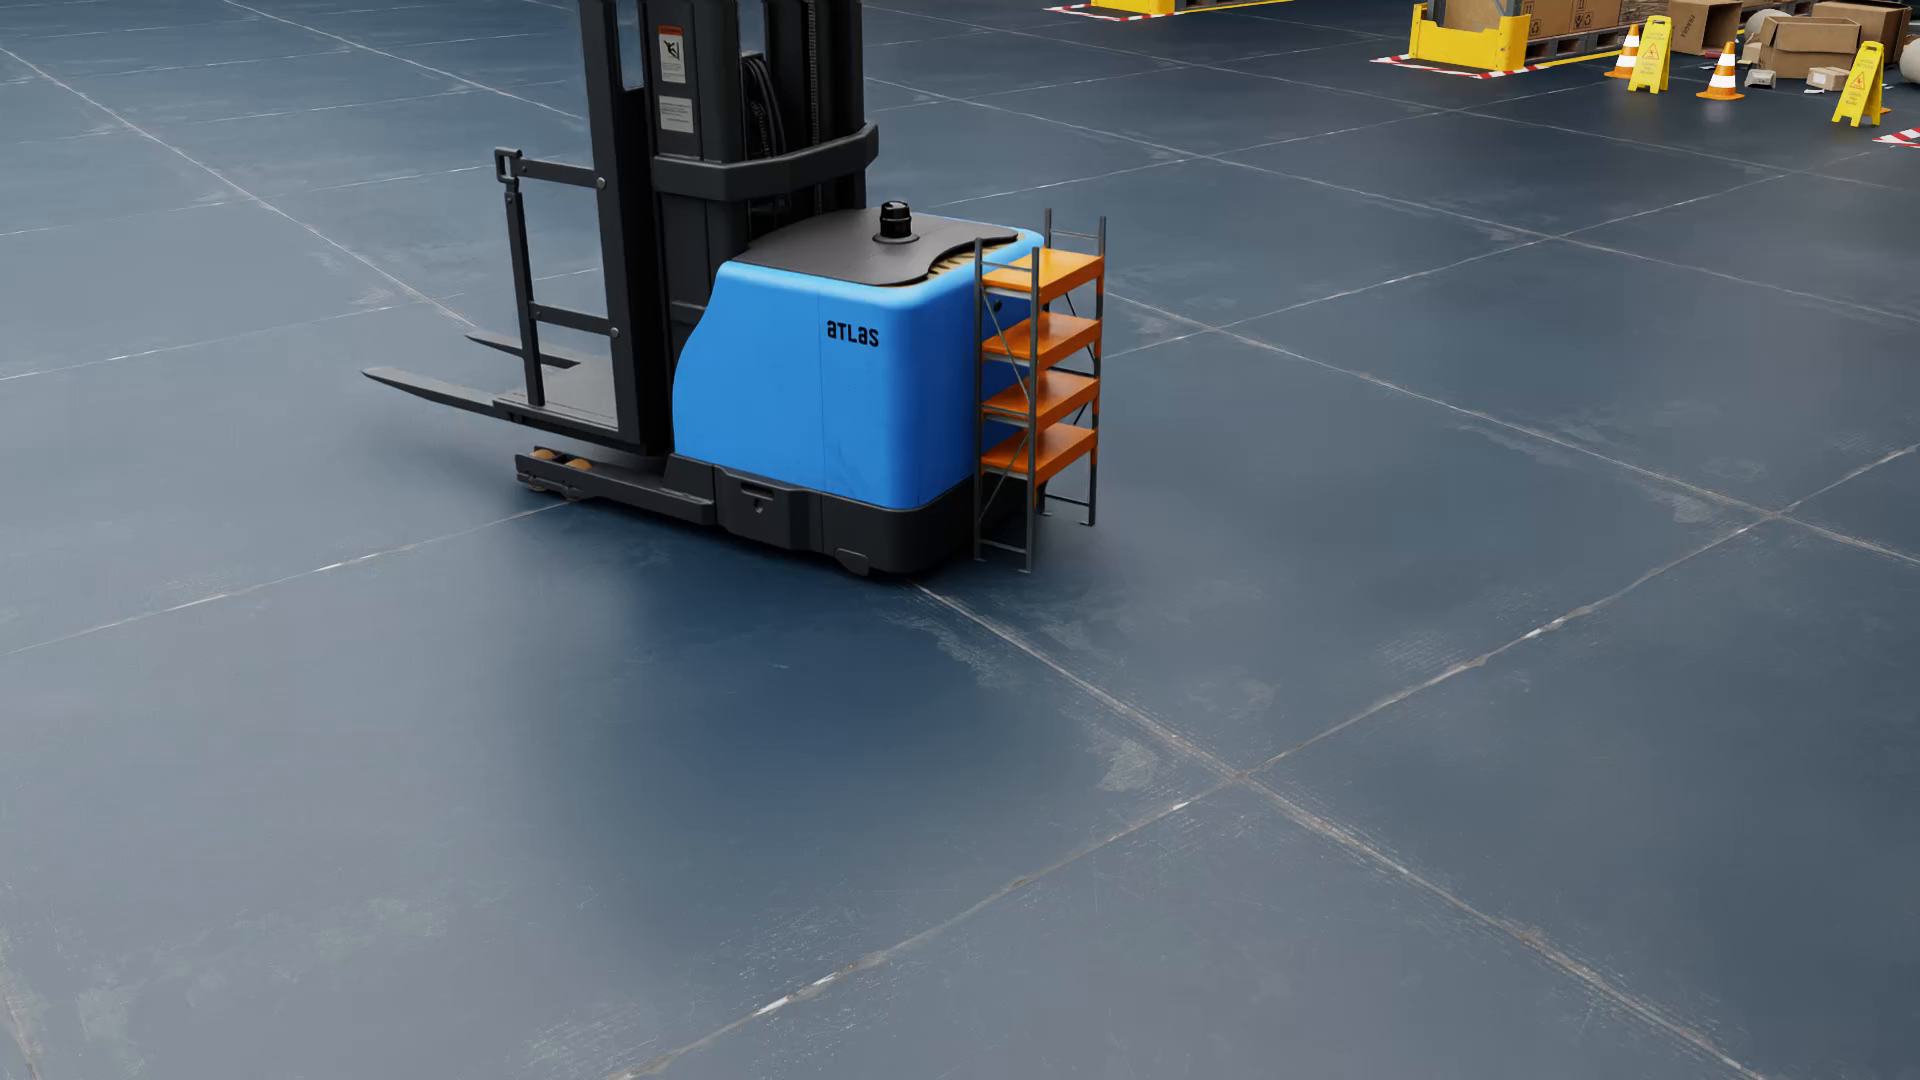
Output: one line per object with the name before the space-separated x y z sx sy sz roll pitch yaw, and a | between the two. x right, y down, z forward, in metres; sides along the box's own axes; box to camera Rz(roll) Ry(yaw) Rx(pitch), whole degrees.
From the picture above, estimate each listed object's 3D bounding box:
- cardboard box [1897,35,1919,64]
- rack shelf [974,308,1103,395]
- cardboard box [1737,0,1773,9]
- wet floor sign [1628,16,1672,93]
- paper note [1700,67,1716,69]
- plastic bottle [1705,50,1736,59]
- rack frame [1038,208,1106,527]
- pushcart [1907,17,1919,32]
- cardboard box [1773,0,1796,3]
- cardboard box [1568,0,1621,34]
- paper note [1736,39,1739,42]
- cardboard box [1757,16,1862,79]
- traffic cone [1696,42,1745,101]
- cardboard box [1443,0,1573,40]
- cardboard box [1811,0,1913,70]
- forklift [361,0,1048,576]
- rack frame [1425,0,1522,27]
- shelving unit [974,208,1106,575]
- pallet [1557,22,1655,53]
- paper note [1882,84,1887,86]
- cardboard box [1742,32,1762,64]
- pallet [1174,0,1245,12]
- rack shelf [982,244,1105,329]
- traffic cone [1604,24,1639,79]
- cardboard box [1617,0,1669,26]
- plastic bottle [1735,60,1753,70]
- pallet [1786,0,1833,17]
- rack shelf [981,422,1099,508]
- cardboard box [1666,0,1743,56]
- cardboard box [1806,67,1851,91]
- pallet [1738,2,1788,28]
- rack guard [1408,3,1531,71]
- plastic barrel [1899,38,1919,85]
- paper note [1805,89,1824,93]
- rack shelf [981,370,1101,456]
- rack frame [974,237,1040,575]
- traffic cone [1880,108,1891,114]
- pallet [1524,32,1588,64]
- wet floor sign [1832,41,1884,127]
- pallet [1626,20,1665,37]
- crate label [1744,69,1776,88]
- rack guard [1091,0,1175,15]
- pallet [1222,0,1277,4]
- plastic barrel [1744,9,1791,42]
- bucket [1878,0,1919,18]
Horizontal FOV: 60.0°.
cardboard box | 9.312 -4.761 16.193 0.258 0.266 0.396 5 25 11
rack shelf | 0.283 -0.676 5.910 0.258 0.148 0.480 14 29 28
cardboard box | 8.577 -6.476 18.815 0.750 0.750 1.050 -18 31 -34
wet floor sign | 6.195 -4.345 14.845 0.267 0.644 0.232 21 32 37
paper note | 7.245 -4.563 16.047 0.142 0.017 0.144 -8 26 -16
plastic bottle | 7.605 -4.843 16.613 0.283 0.061 0.133 15 29 29
rack frame | 0.410 -0.622 6.164 0.240 1.200 0.015 14 29 28
pushcart | 9.831 -5.055 16.693 1.648 0.377 0.936 15 29 29
cardboard box | 9.338 -6.726 19.352 0.750 0.750 1.050 -18 31 -34
cardboard box | 6.180 -5.730 17.059 0.875 0.875 0.875 -19 31 -35
paper note | 8.173 -5.294 17.620 0.147 0.020 0.142 5 25 11
cardboard box | 7.950 -4.625 15.618 0.797 0.503 0.637 5 25 11
traffic cone | 6.720 -4.130 14.600 0.334 0.463 0.336 -18 31 -34
cardboard box | 5.489 -5.501 16.565 0.875 0.875 0.875 -18 30 -34
cardboard box | 8.681 -4.932 16.119 0.503 0.637 0.797 -18 31 -34
forklift | -1.178 -1.653 6.329 3.031 2.935 1.130 15 29 29
rack frame | 4.996 -6.076 15.779 0.127 3.000 1.000 -18 31 -34
shelving unit | 0.283 -0.534 5.975 0.258 1.200 0.503 14 29 28
pallet | 6.536 -5.360 17.549 1.213 0.211 1.003 -18 31 -34
paper note | 8.406 -4.187 15.248 0.142 0.019 0.148 -8 26 -16
cardboard box | 7.927 -4.818 16.317 0.258 0.266 0.396 -13 28 -25
pallet | 2.736 -6.700 20.435 1.213 0.211 1.003 -18 31 -34
rack shelf | 0.283 -0.890 5.810 0.258 0.148 0.480 14 29 28
traffic cone | 6.290 -4.593 15.597 0.334 0.463 0.336 -18 31 -34
cardboard box | 6.898 -5.966 17.568 0.875 0.875 0.875 -18 30 -34
plastic bottle | 7.588 -4.603 16.096 0.133 0.061 0.283 15 29 29
pallet | 9.665 -6.394 19.777 1.213 0.211 1.003 -18 31 -34
rack shelf | 0.283 -0.293 6.087 0.258 0.148 0.480 14 29 28
cardboard box | 7.555 -5.239 16.942 0.500 0.500 0.500 -13 28 -25
cardboard box | 7.914 -4.179 15.078 0.250 0.149 0.380 -3 25 -7
pallet | 8.704 -6.076 19.091 1.213 0.211 1.003 -18 31 -34
rack guard | 4.977 -4.936 16.292 0.348 0.500 1.175 -18 31 -34
plastic barrel | 8.821 -4.332 15.082 0.421 0.421 0.512 1 25 2
paper note | 7.645 -4.021 14.877 0.148 0.019 0.142 15 29 29
rack shelf | 0.283 -0.473 6.004 0.258 0.148 0.480 14 29 28
rack frame | 0.157 -0.446 5.786 0.240 1.200 0.015 14 29 28
traffic cone | 7.672 -3.851 13.998 0.334 0.463 0.336 -18 31 -34
pallet | 5.577 -5.045 16.870 1.213 0.211 1.003 -18 31 -34
wet floor sign | 7.320 -3.700 13.455 0.232 0.644 0.267 -8 26 -16
pallet | 7.497 -5.679 18.235 1.213 0.211 1.003 -18 31 -34
crate label | 7.300 -4.207 15.153 0.250 0.136 0.298 10 27 20
rack guard | 2.075 -6.631 19.945 0.348 0.500 1.175 -18 31 -34
pallet | 3.695 -7.015 21.114 1.213 0.211 1.003 -18 31 -34
plastic barrel | 8.197 -5.144 16.830 0.421 0.421 0.512 1 25 2
bucket | 9.459 -5.521 16.665 0.620 0.611 0.726 2 23 -21
